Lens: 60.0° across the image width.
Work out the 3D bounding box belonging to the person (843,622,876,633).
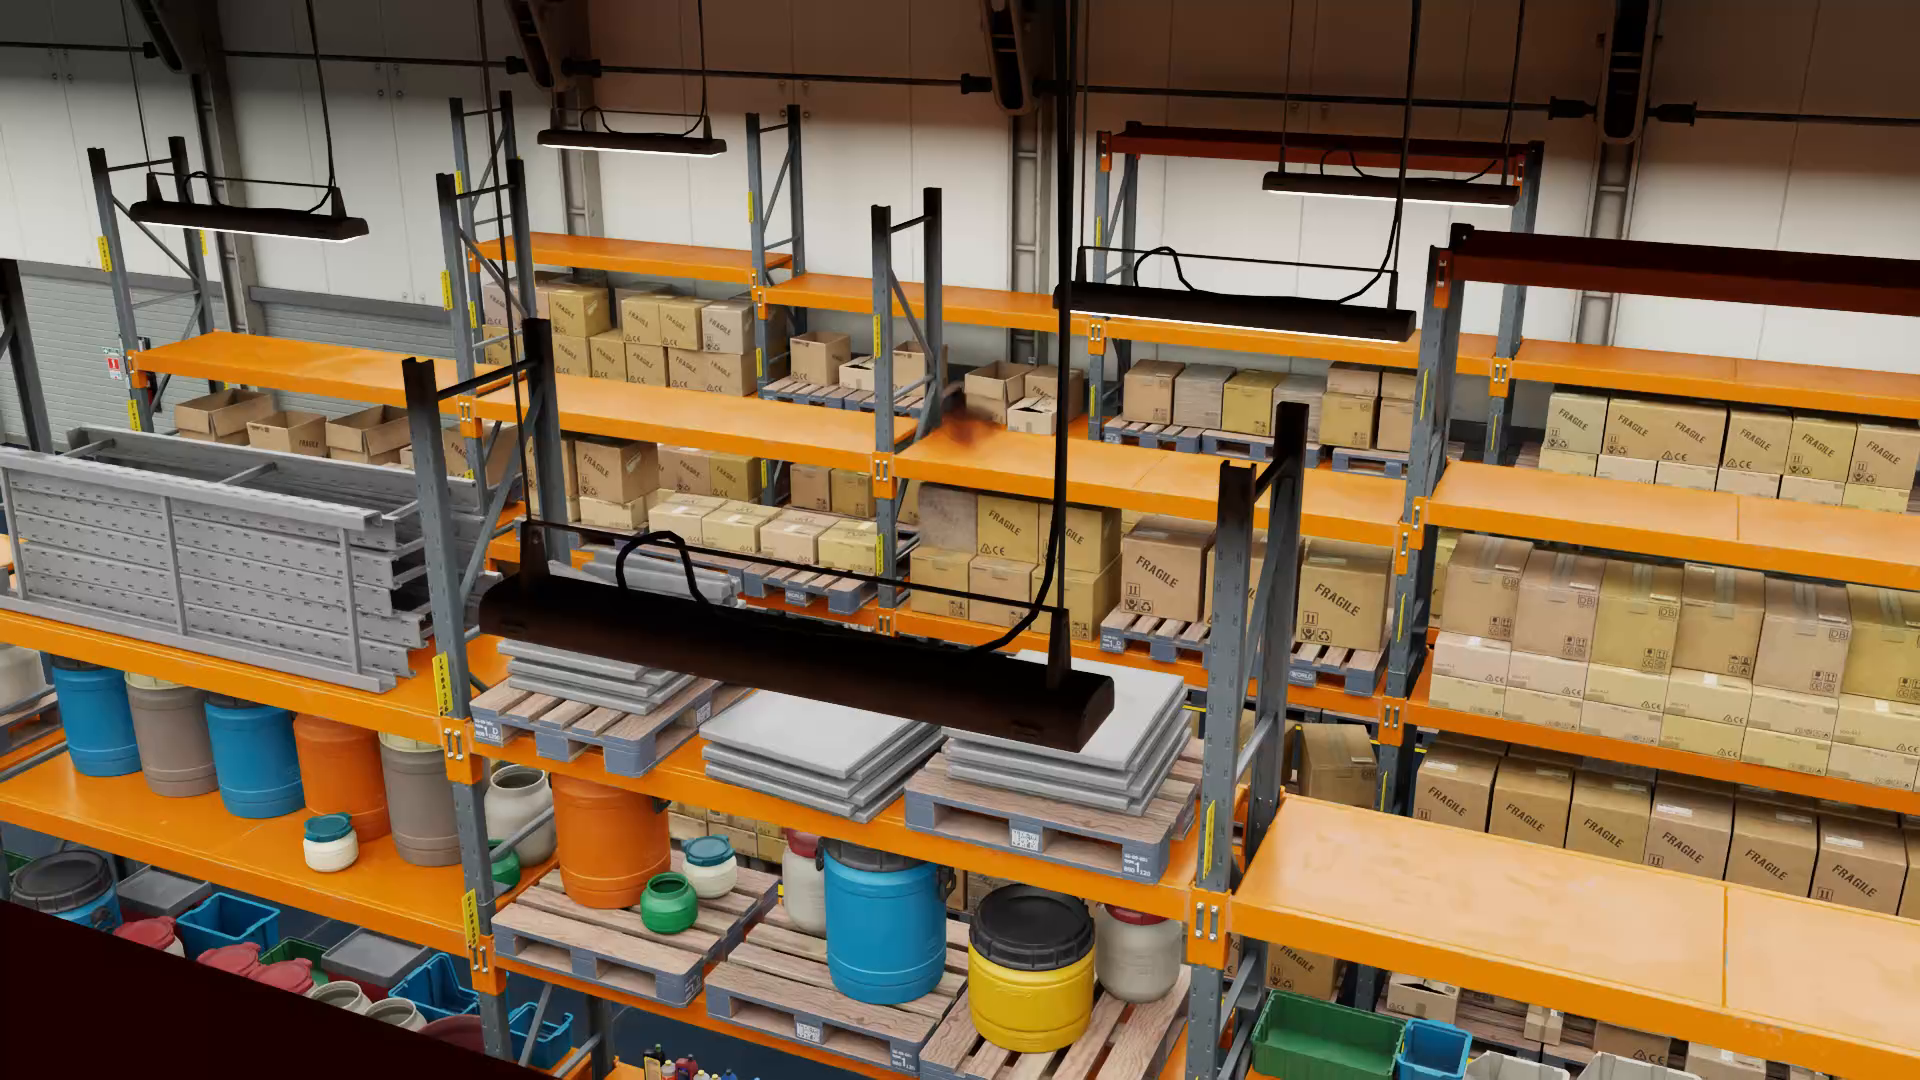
[{"bbox_3d":[-0.999,0.979,17.725,0.550,1.704,0.466,14,25,33],"label":"person"}]
